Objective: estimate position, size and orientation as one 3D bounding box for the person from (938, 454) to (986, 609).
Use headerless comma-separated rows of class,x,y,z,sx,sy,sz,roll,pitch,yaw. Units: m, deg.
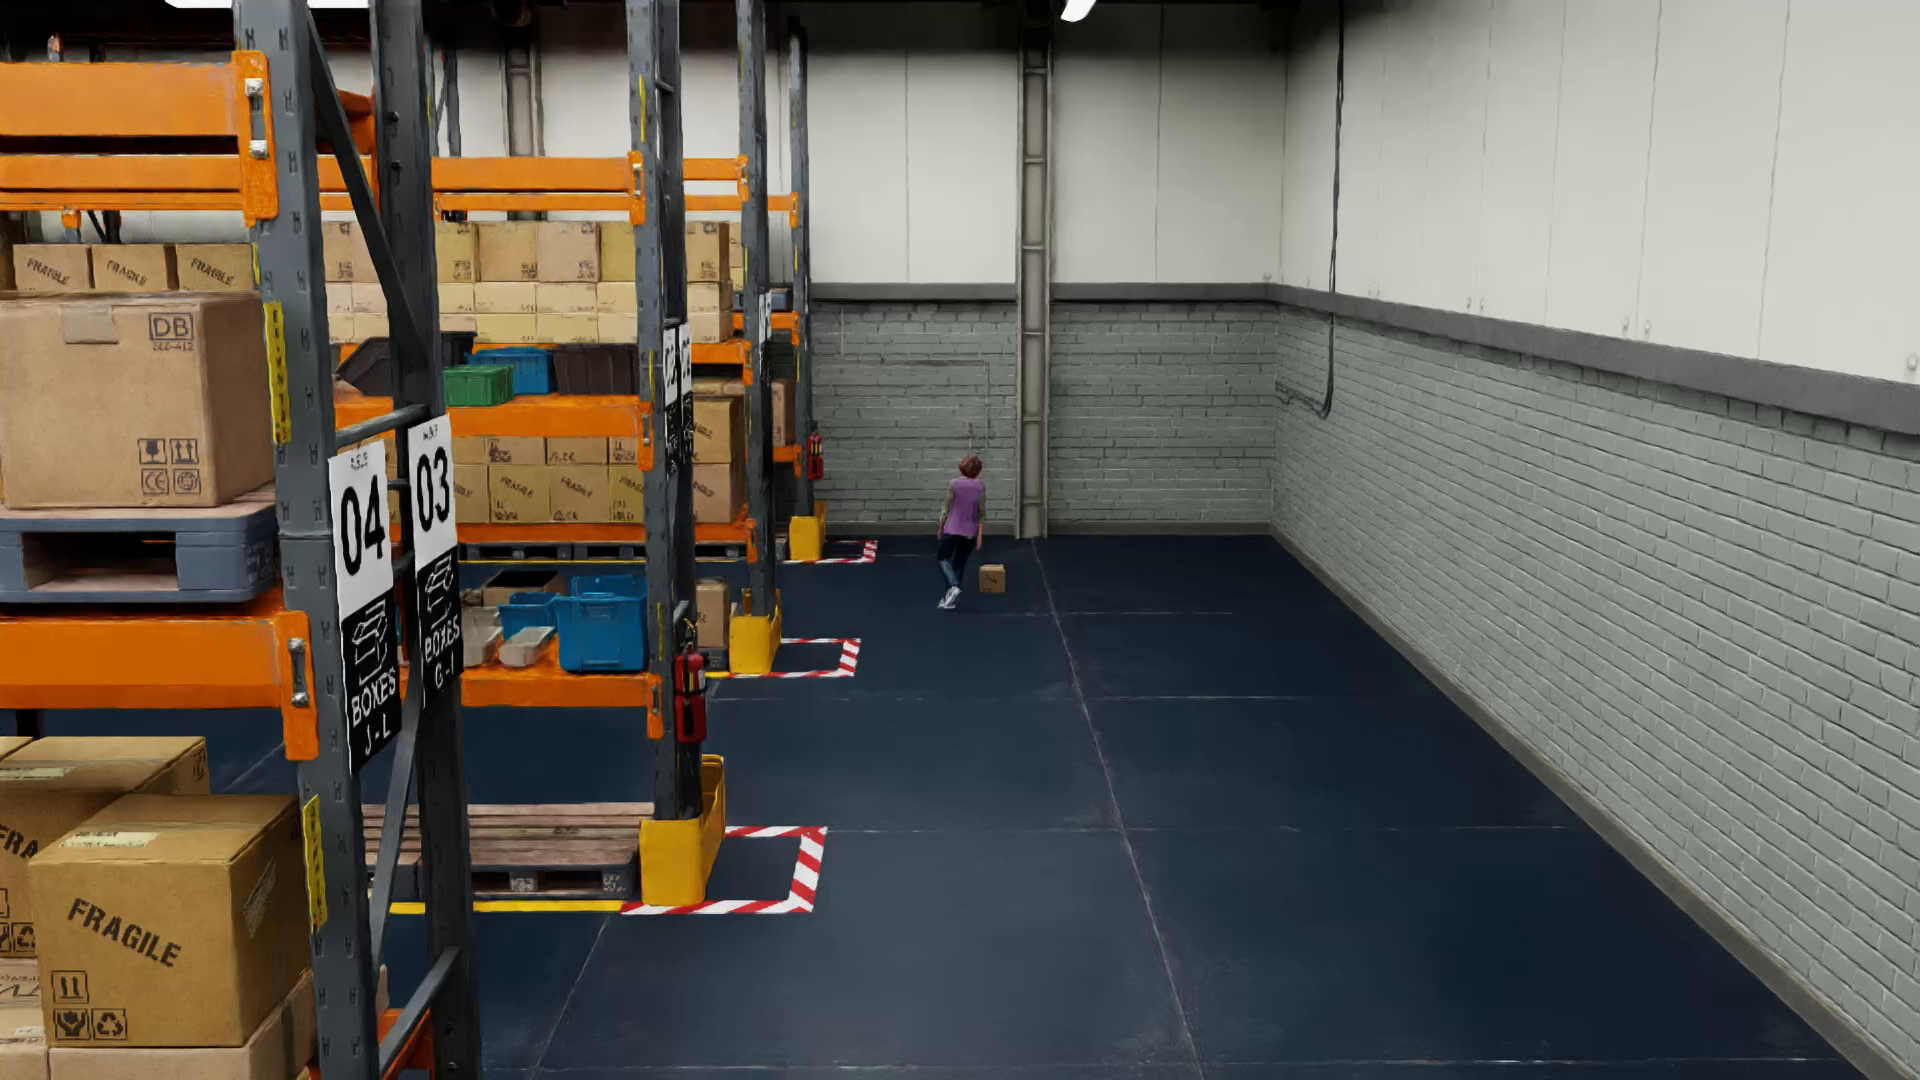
person,0.025,-0.072,16.397,0.467,1.568,0.489,-1,11,-5
